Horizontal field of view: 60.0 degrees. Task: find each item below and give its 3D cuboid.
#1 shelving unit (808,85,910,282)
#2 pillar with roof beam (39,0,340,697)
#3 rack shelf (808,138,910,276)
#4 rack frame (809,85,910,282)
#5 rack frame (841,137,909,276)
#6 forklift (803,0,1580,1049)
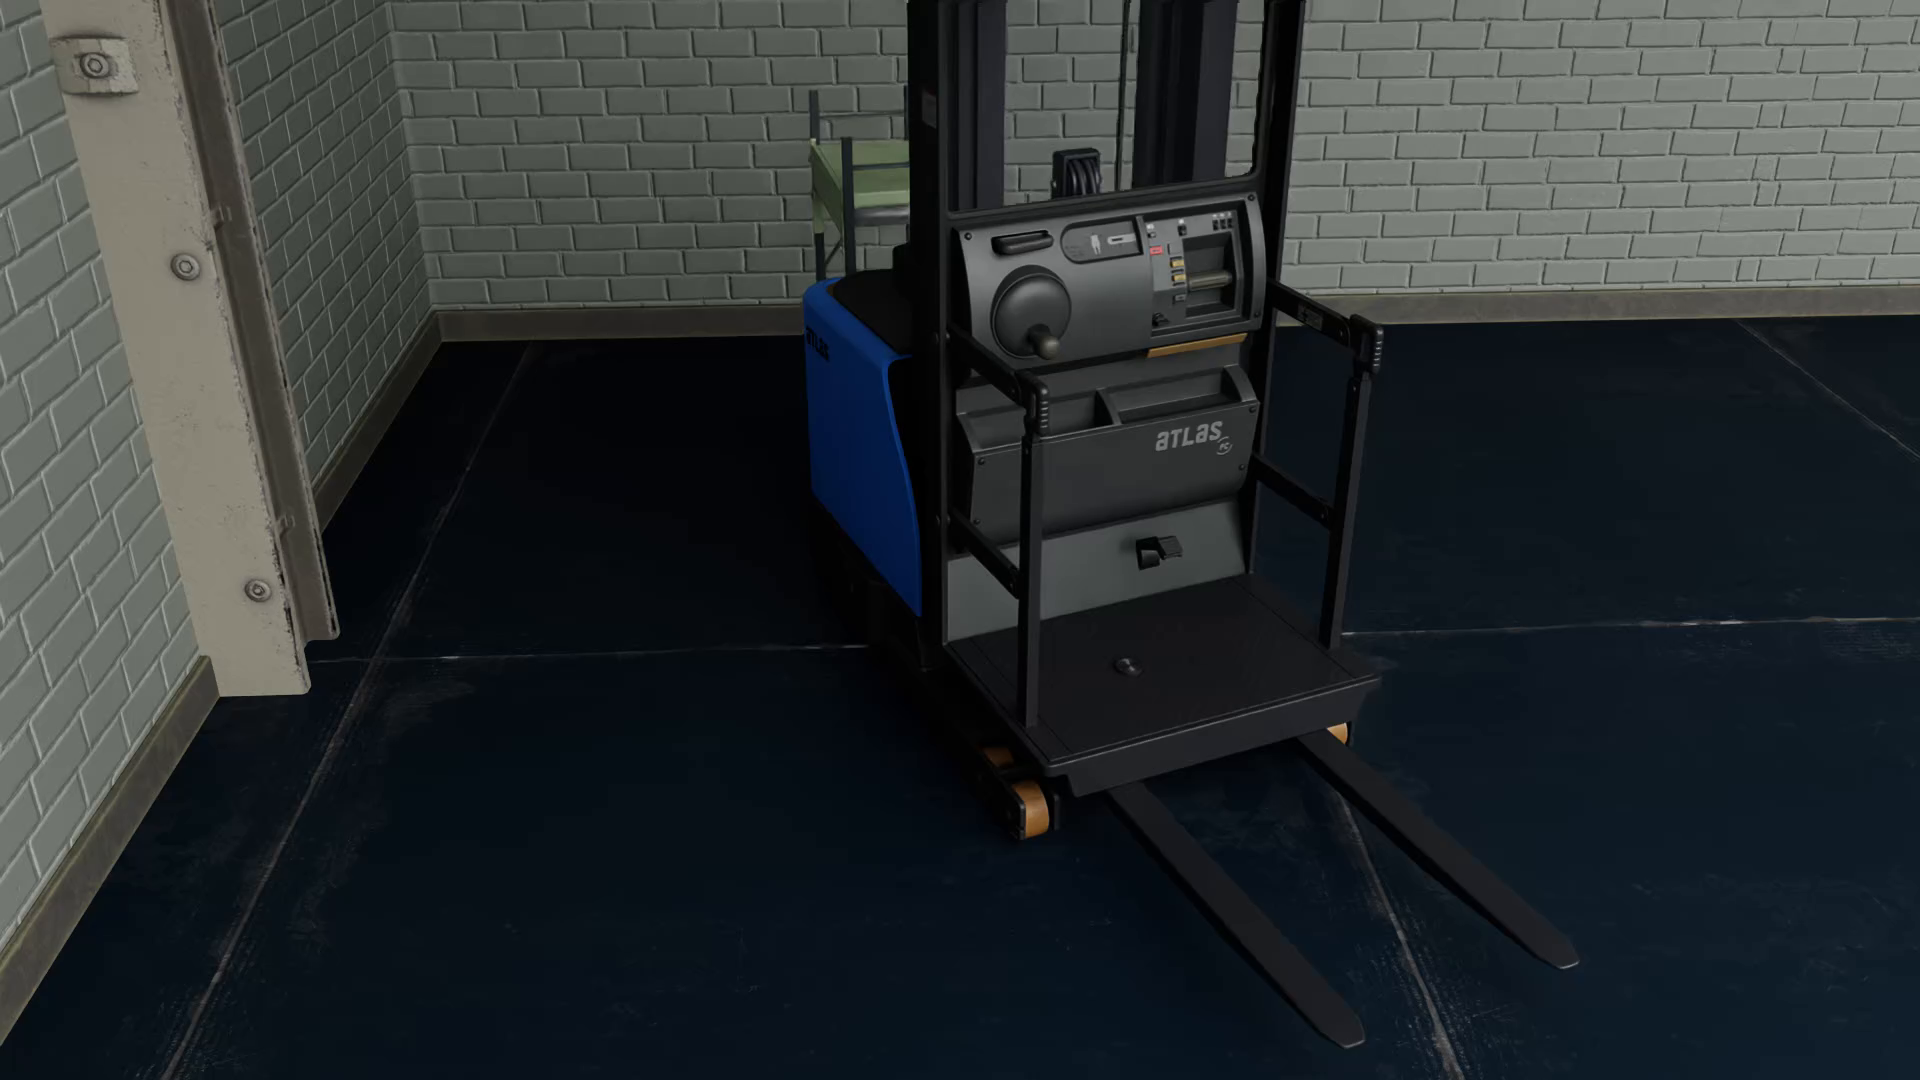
[{"bbox_3d":[-0.288,-0.876,6.307,0.431,1.500,0.755,-6,28,-12],"label":"shelving unit"},{"bbox_3d":[2.049,-3.691,3.595,9.100,9.000,0.400,-1,28,-3],"label":"pillar with roof beam"},{"bbox_3d":[-0.288,-1.222,6.127,0.431,0.370,0.720,-6,28,-12],"label":"rack shelf"},{"bbox_3d":[-0.371,-1.041,6.623,0.400,1.500,0.023,-6,28,-12],"label":"rack frame"},{"bbox_3d":[-0.204,-0.711,5.991,0.400,1.500,0.023,-6,28,-12],"label":"rack frame"},{"bbox_3d":[0.522,-0.692,4.406,1.130,2.935,3.031,-12,30,-21],"label":"forklift"}]
